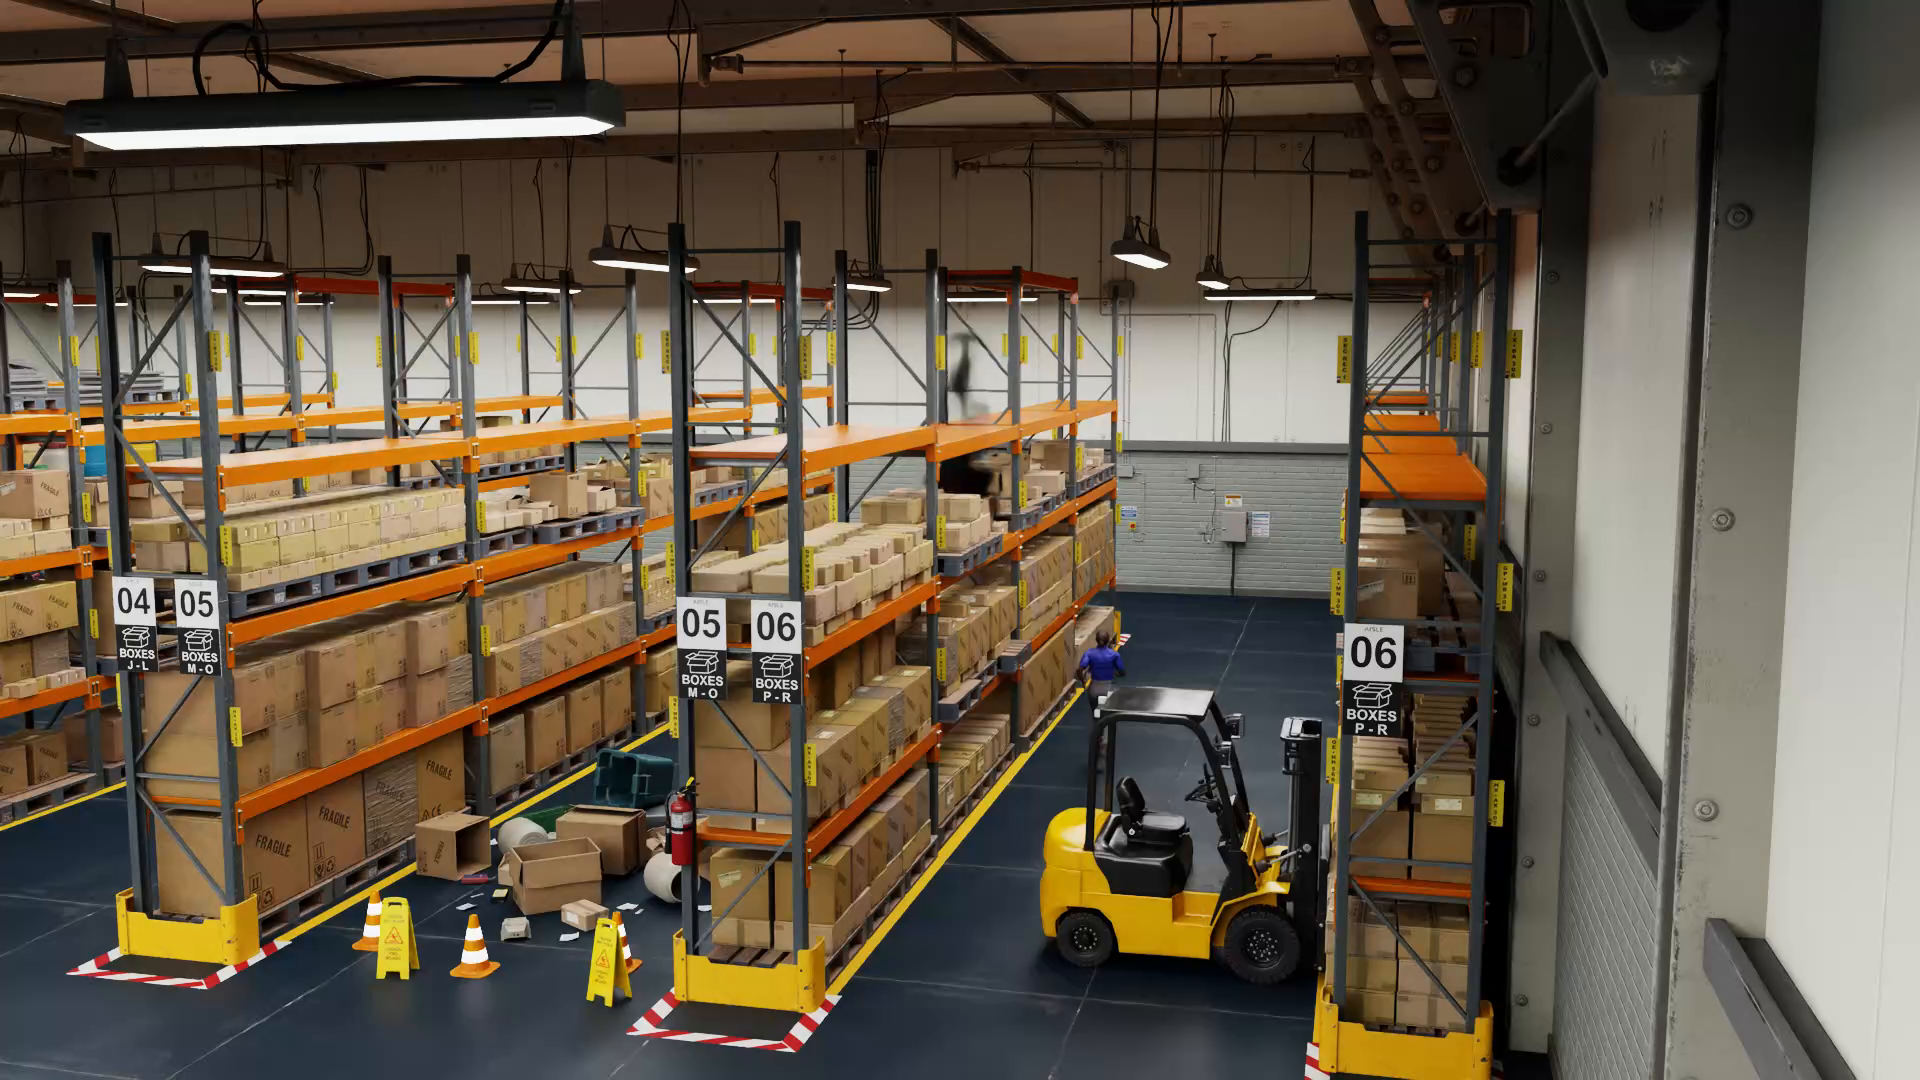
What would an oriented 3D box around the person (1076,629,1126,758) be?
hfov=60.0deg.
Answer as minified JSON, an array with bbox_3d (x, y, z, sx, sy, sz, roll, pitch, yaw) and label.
[{"bbox_3d":[1.744,1.896,20.320,0.552,1.622,0.837,1,7,12],"label":"person"}]
